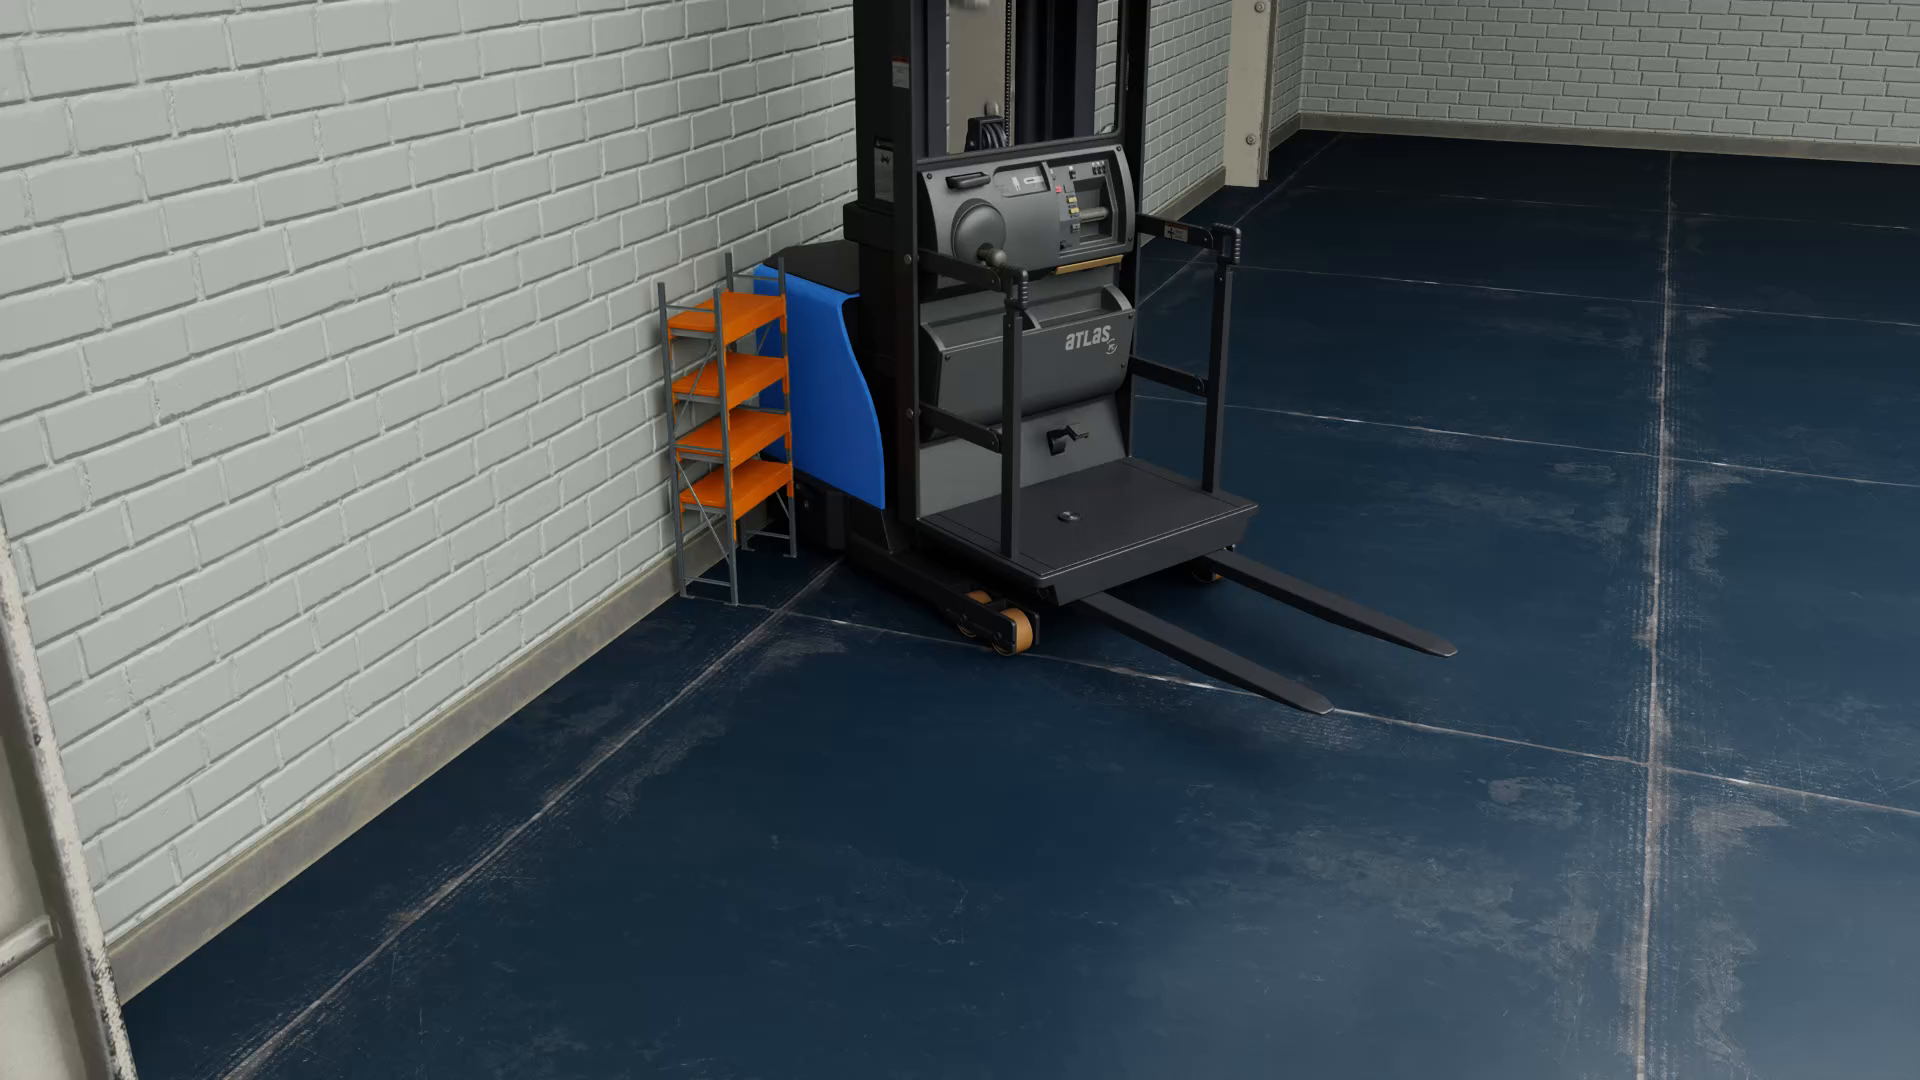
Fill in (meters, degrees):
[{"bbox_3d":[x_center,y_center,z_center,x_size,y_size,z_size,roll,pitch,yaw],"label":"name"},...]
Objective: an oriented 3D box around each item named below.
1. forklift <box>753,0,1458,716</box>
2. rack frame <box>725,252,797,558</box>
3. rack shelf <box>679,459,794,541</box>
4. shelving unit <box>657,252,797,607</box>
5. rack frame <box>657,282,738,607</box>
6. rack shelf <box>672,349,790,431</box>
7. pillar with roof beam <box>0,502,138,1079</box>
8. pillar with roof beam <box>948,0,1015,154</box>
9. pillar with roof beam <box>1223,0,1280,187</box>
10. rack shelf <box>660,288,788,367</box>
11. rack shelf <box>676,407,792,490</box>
[{"bbox_3d":[0.389,-1.165,5.737,1.130,2.935,3.031,-17,28,-35],"label":"forklift"},{"bbox_3d":[-0.761,-0.501,6.392,0.240,1.200,0.015,8,24,19],"label":"rack frame"},{"bbox_3d":[-0.849,-0.168,6.284,0.258,0.148,0.480,8,24,19],"label":"rack shelf"},{"bbox_3d":[-0.849,-0.413,6.182,0.258,1.200,0.503,8,24,19],"label":"shelving unit"},{"bbox_3d":[-0.937,-0.325,5.972,0.240,1.200,0.015,8,24,19],"label":"rack frame"},{"bbox_3d":[-0.849,-0.557,6.121,0.258,0.148,0.480,8,24,19],"label":"rack shelf"},{"bbox_3d":[1.922,-2.246,0.451,9.100,9.000,0.400,9,24,20],"label":"pillar with roof beam"},{"bbox_3d":[4.151,-4.393,5.591,9.100,9.000,0.400,9,24,20],"label":"pillar with roof beam"},{"bbox_3d":[6.379,-6.540,10.732,9.100,9.000,0.400,9,24,20],"label":"pillar with roof beam"},{"bbox_3d":[-0.849,-0.775,6.030,0.258,0.148,0.480,8,24,19],"label":"rack shelf"},{"bbox_3d":[-0.849,-0.351,6.208,0.258,0.148,0.480,8,24,19],"label":"rack shelf"}]
